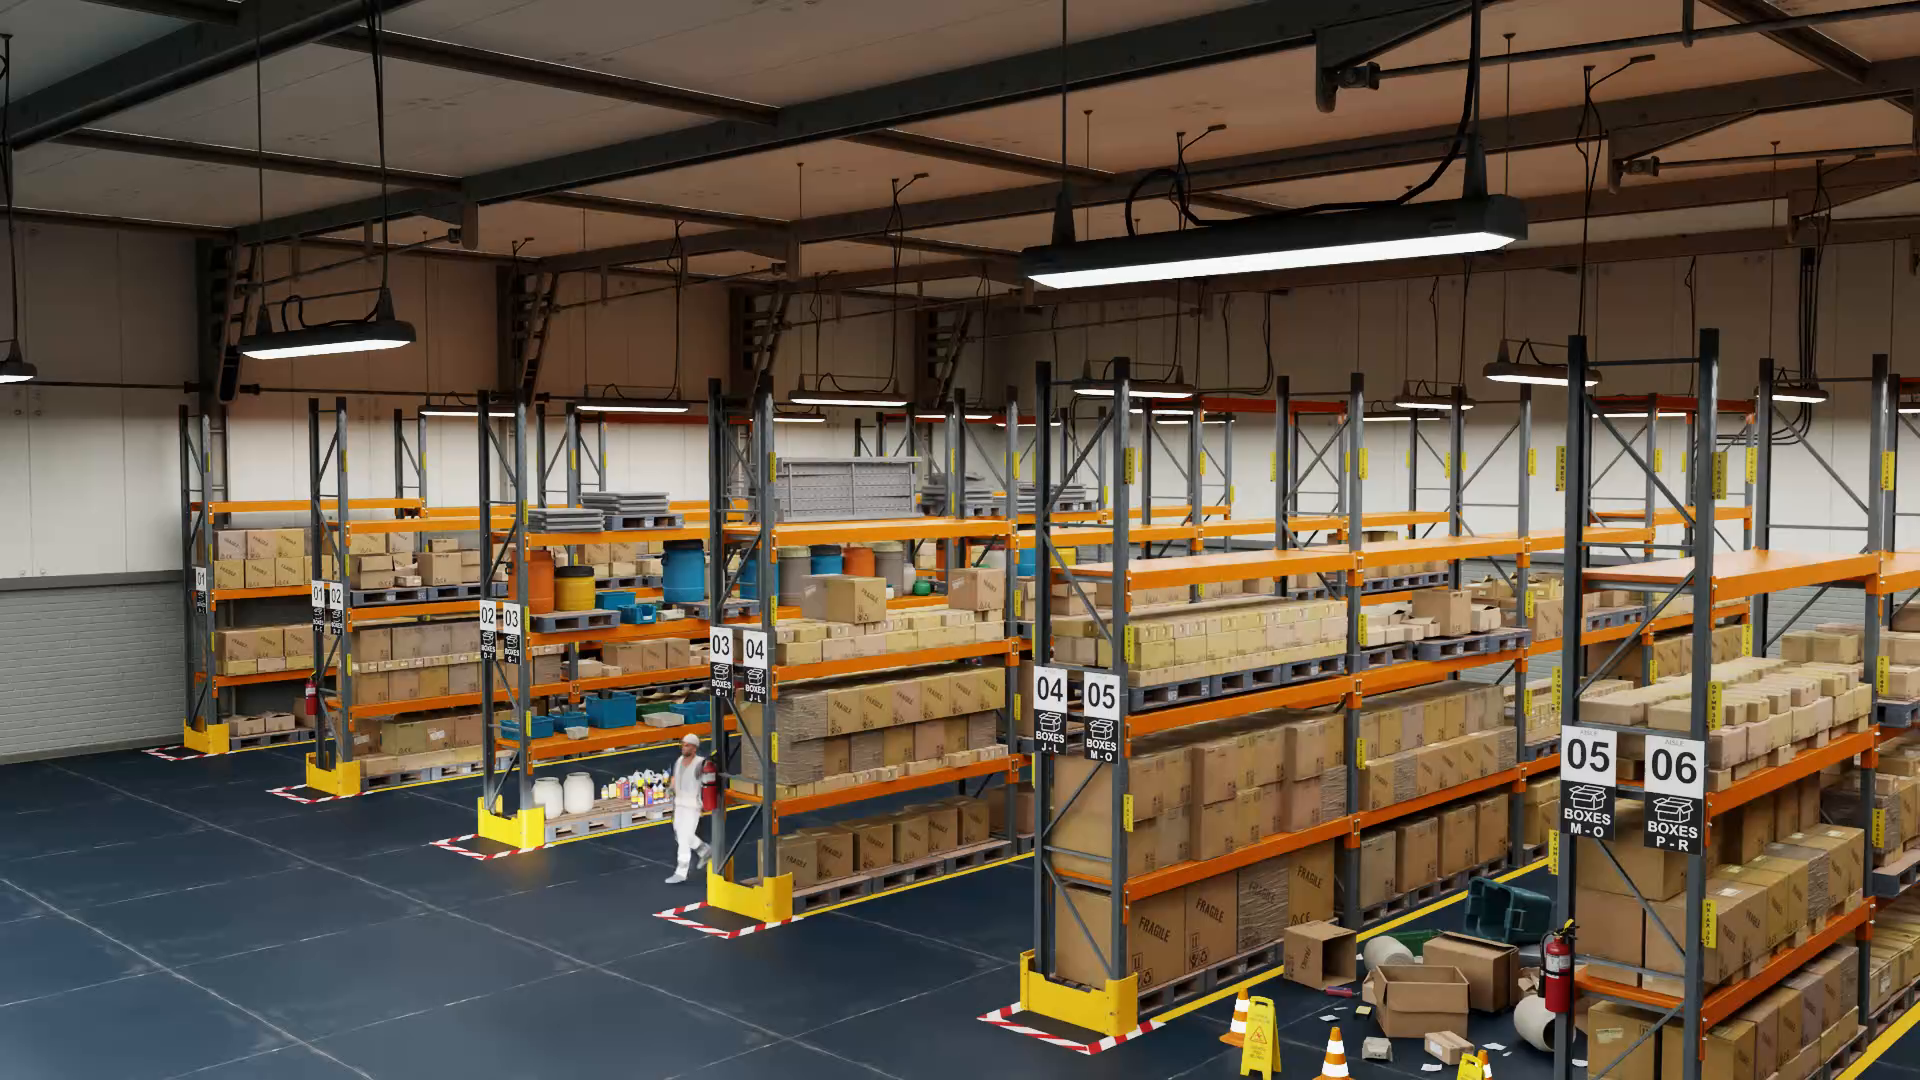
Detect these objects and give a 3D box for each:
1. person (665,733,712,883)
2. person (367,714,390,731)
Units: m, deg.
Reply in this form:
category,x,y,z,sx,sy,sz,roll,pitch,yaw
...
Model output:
category,x,y,z,sx,sy,sz,roll,pitch,yaw
person,-3.240,3.213,20.106,0.684,1.771,0.796,2,4,38
person,-9.672,2.858,27.752,0.577,1.751,0.717,3,4,44
